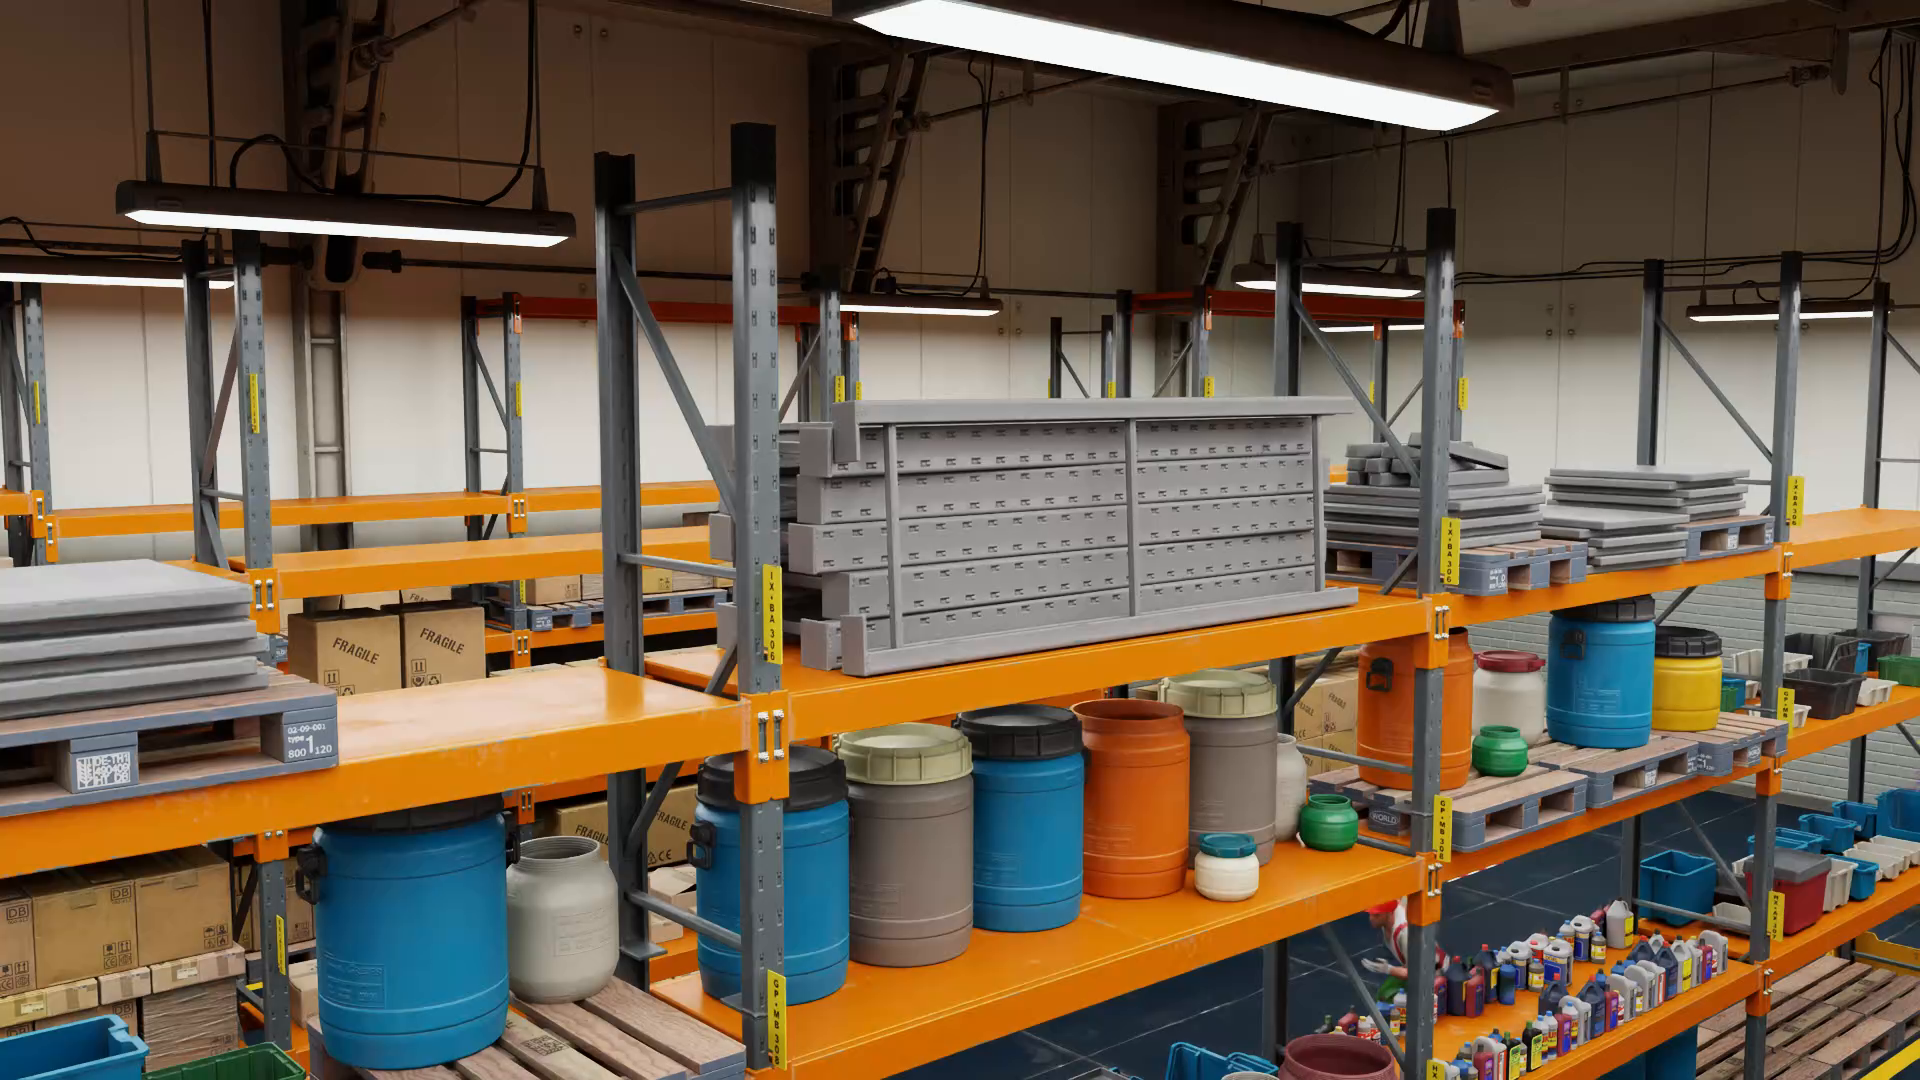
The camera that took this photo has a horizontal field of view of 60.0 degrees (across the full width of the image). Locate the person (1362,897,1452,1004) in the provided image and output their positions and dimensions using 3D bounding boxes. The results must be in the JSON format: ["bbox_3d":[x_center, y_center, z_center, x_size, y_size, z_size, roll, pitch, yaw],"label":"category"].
[{"bbox_3d":[3.391,3.256,12.206,1.173,1.549,0.665,-2,6,-21],"label":"person"}]
